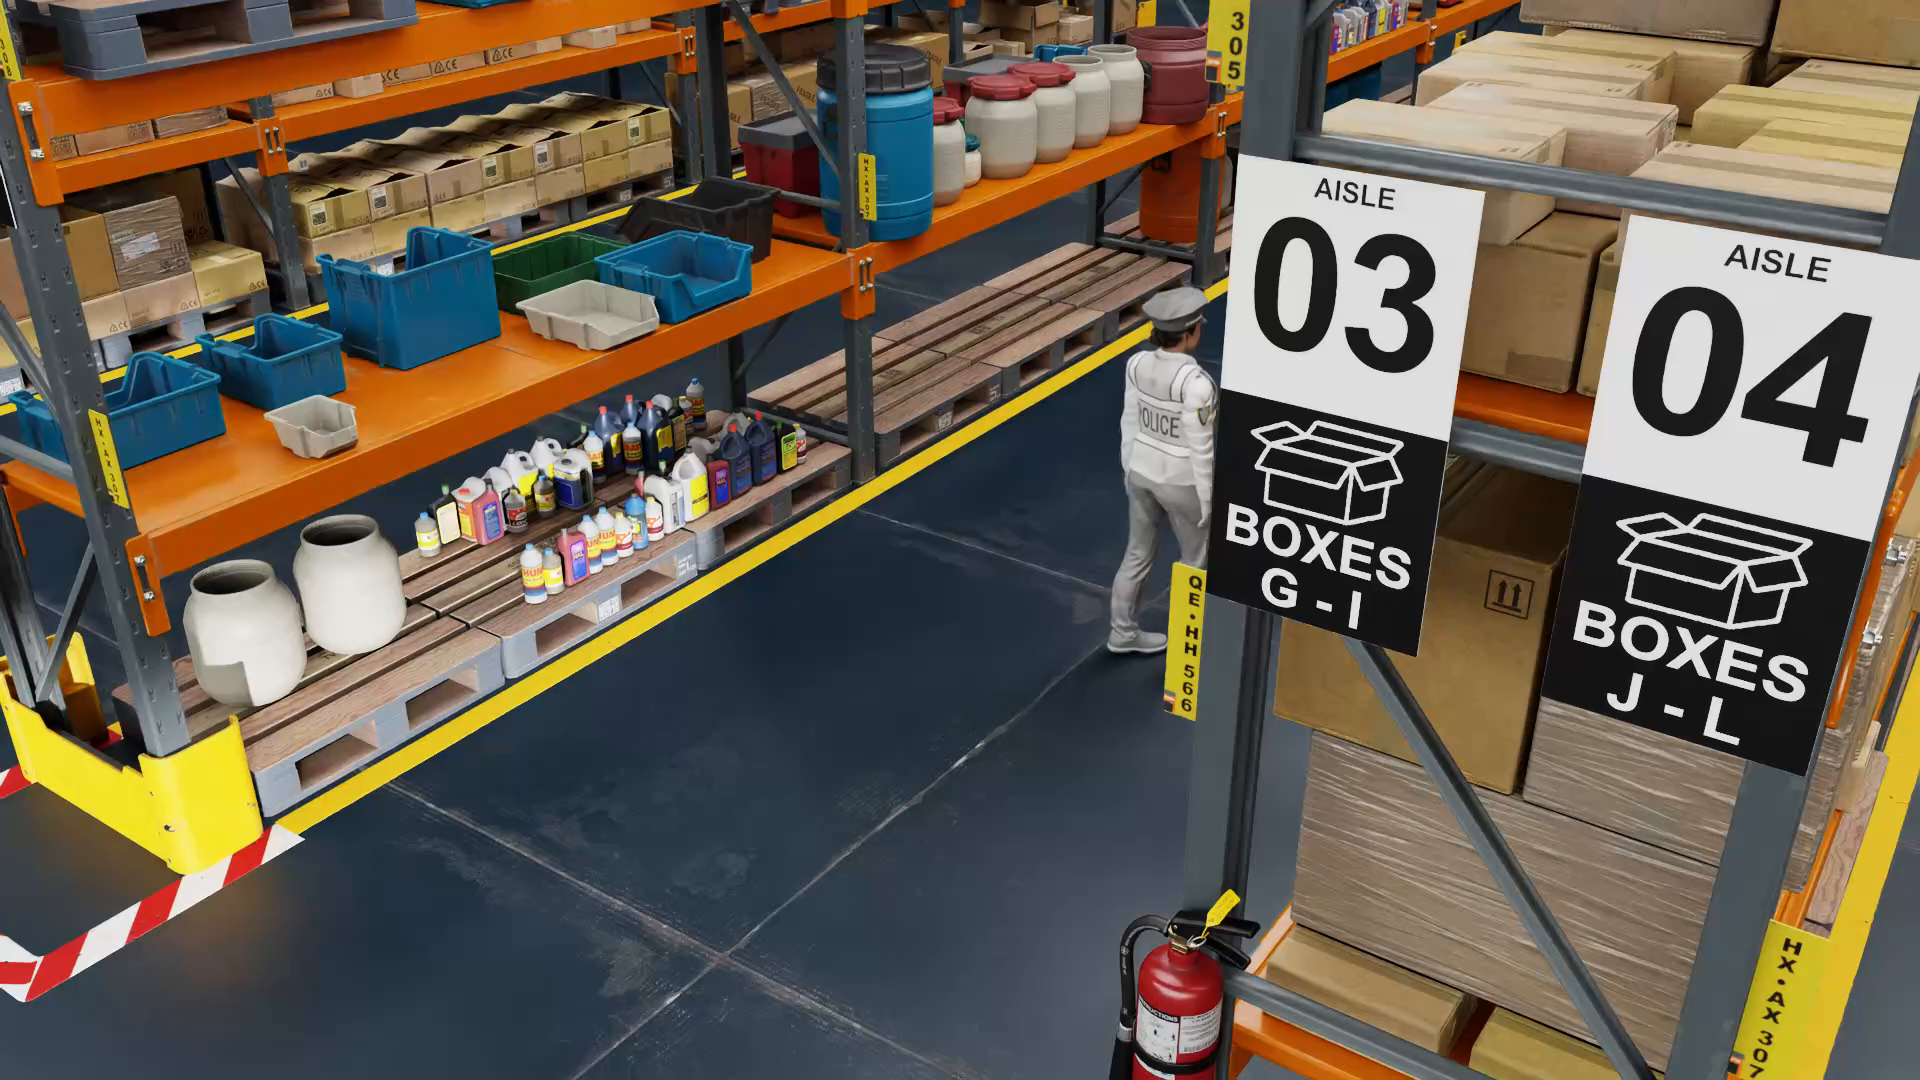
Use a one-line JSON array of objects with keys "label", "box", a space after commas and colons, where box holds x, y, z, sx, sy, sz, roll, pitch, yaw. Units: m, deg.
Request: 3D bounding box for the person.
[{"label": "person", "box": [0.948, -0.276, 7.127, 0.545, 1.673, 0.495, -21, 34, -34]}]
